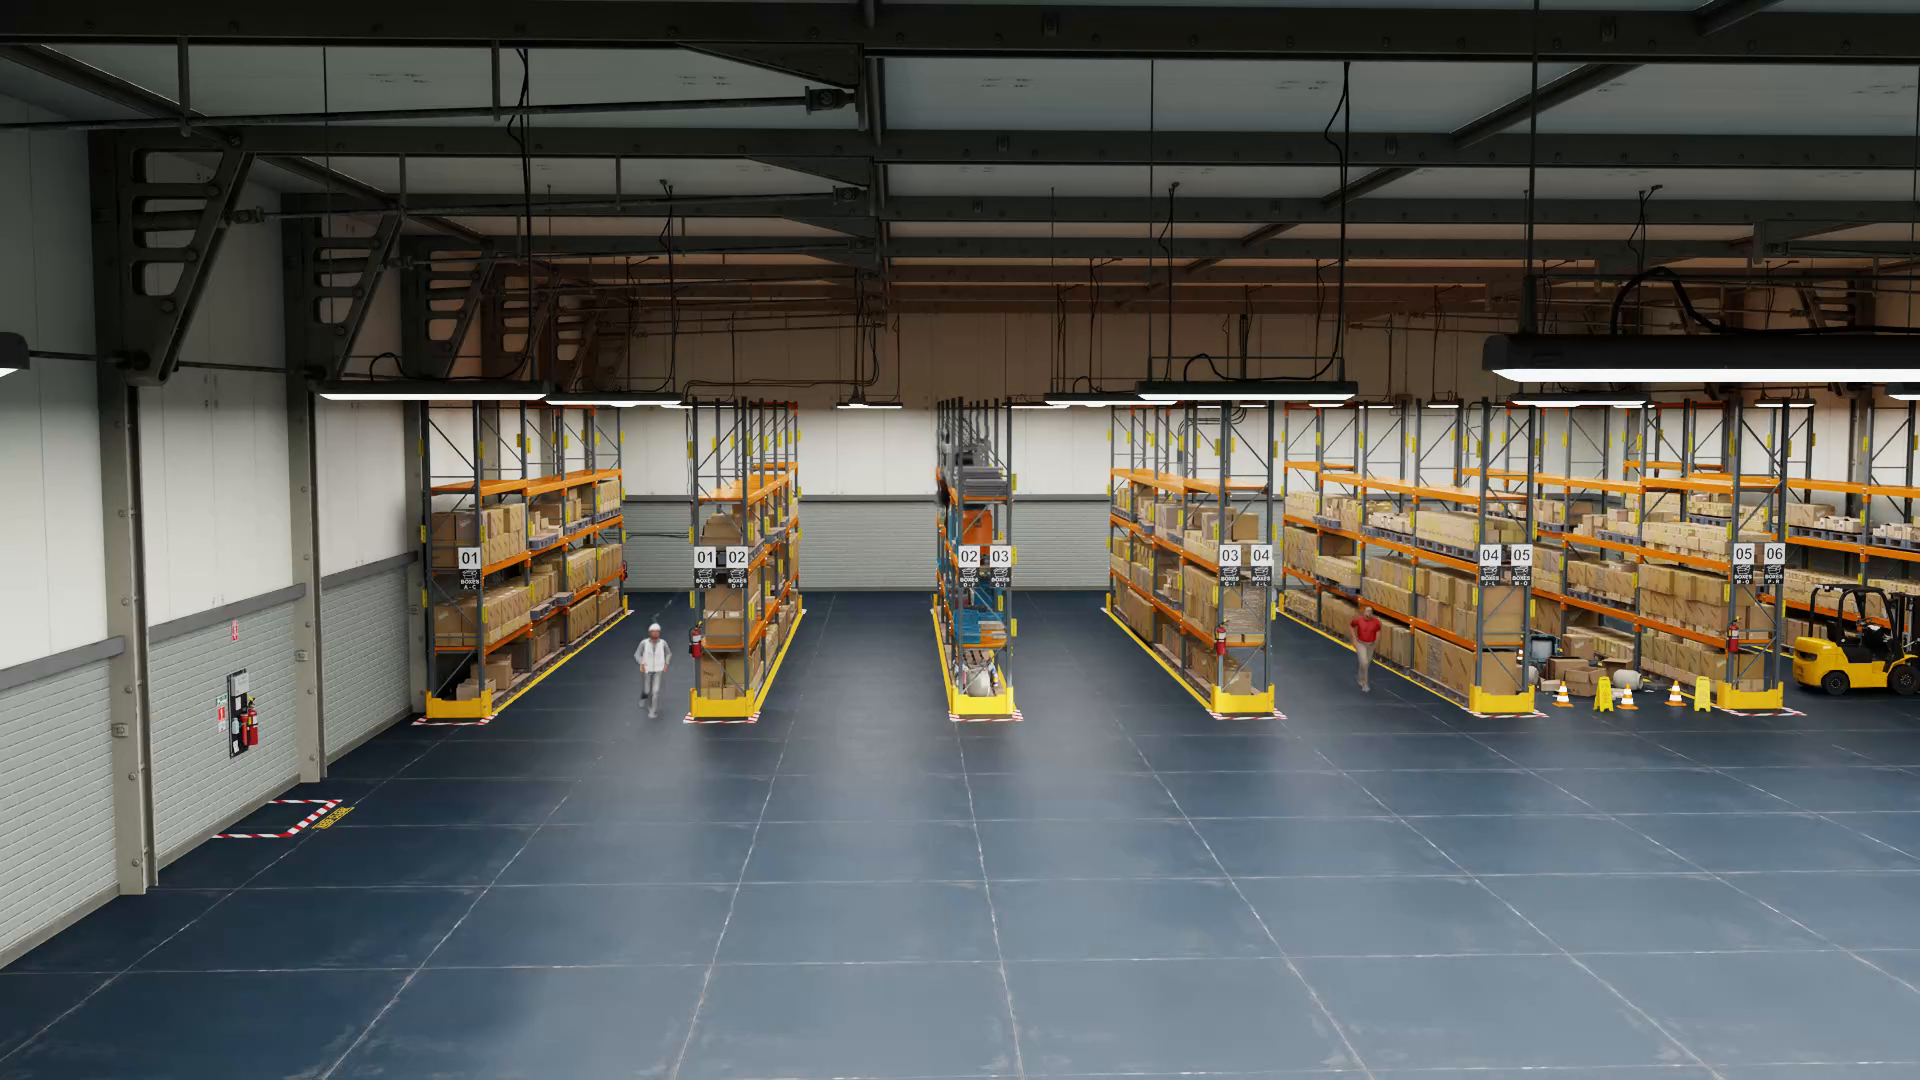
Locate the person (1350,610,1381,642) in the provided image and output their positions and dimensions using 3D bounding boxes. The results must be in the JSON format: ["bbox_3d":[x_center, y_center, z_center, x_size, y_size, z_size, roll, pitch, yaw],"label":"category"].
[{"bbox_3d":[8.374,1.770,34.249,0.578,0.689,0.441,-1,5,-13],"label":"person"}]

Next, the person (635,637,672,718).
[{"bbox_3d":[-5.786,2.578,31.414,0.692,1.525,0.670,-1,5,-18],"label":"person"}]

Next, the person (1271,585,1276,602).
[{"bbox_3d":[7.703,1.649,41.989,0.643,1.708,0.660,0,4,-2],"label":"person"}]

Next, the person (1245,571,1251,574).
[{"bbox_3d":[8.167,1.197,48.327,0.789,1.581,0.466,3,5,30],"label":"person"}]
